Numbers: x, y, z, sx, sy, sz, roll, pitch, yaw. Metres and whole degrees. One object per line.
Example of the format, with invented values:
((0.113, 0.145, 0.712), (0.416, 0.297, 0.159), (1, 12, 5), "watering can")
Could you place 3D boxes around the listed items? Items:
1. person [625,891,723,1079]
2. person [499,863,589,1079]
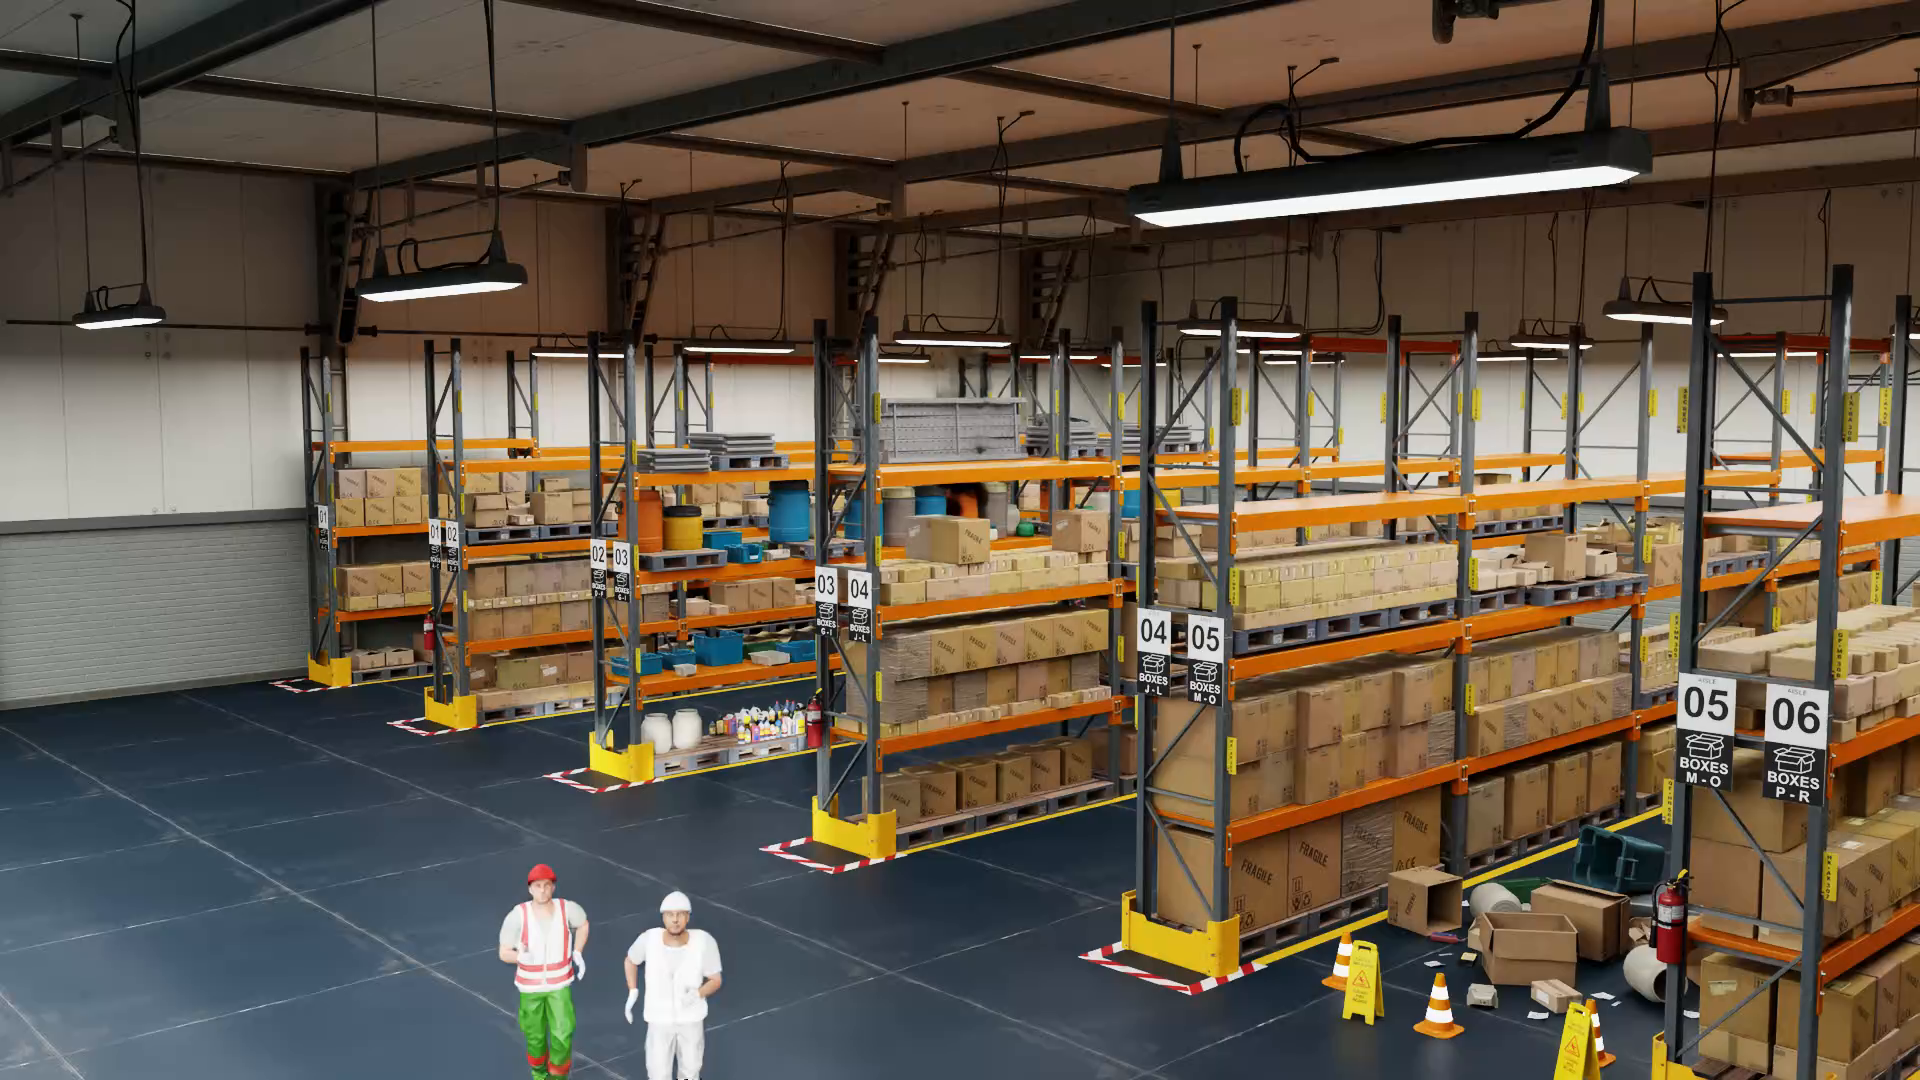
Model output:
((-1.946, 3.282, 11.326), (0.662, 1.768, 0.683), (-1, 5, -10), "person")
((-2.963, 3.230, 11.891), (0.631, 1.839, 0.720), (-1, 5, -14), "person")
